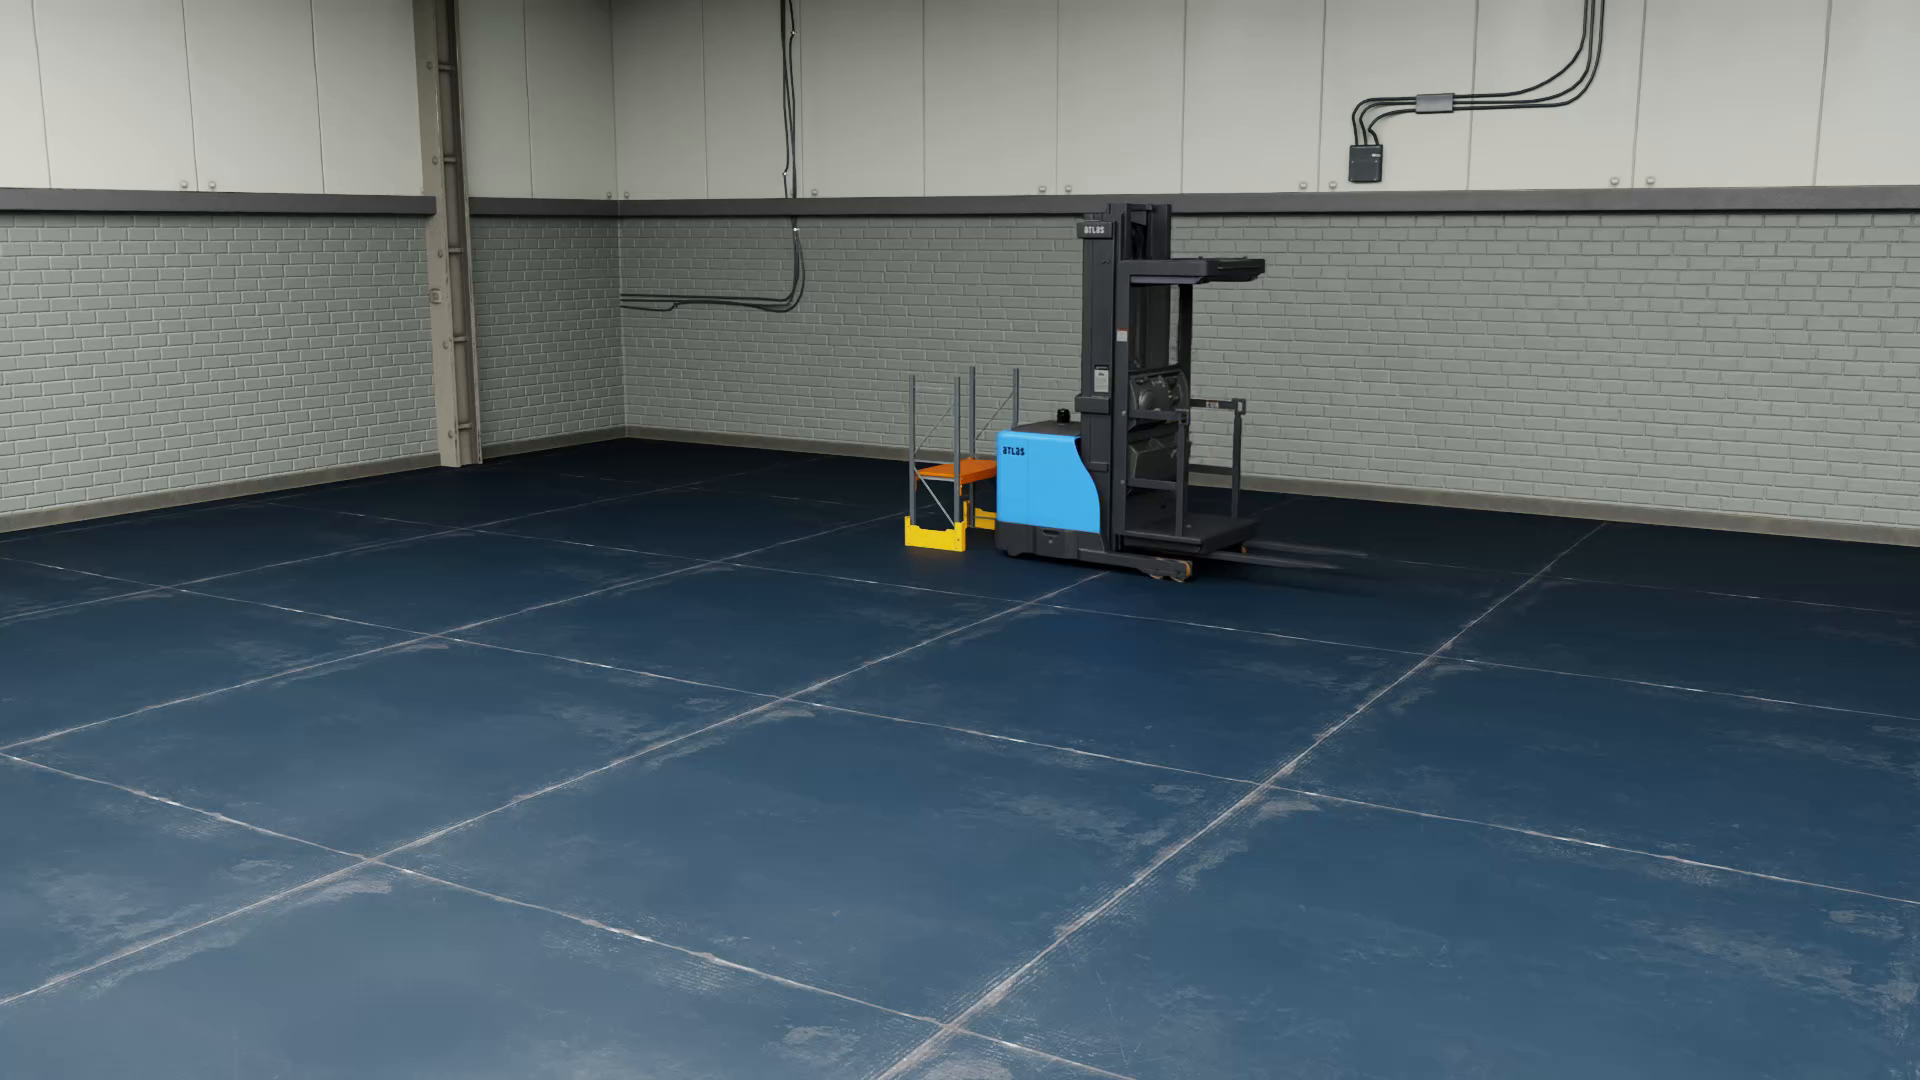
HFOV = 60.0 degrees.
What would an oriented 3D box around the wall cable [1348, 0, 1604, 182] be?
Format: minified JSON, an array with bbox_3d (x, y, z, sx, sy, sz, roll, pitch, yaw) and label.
[{"bbox_3d":[4.870,-6.417,15.448,2.305,6.003,0.169,6,12,31],"label":"wall cable"}]

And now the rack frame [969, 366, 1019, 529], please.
[{"bbox_3d":[0.308,-0.831,15.229,0.500,1.500,0.032,6,12,31],"label":"rack frame"}]

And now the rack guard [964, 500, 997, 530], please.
[{"bbox_3d":[0.298,-0.213,15.328,0.587,0.250,0.087,6,12,31],"label":"rack guard"}]

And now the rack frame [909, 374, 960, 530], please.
[{"bbox_3d":[-0.220,-0.671,14.375,0.500,1.500,0.032,6,12,31],"label":"rack frame"}]

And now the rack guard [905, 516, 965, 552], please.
[{"bbox_3d":[-0.219,-0.057,14.491,0.587,0.250,0.087,6,12,31],"label":"rack guard"}]

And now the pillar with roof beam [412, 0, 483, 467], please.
[{"bbox_3d":[-2.216,-4.906,16.622,9.100,9.000,0.400,6,12,31],"label":"pillar with roof beam"}]

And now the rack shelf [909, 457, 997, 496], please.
[{"bbox_3d":[0.044,-0.574,14.835,0.538,0.185,1.000,6,12,31],"label":"rack shelf"}]

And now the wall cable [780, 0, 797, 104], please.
[{"bbox_3d":[-0.923,-6.352,19.059,3.097,2.526,0.112,6,12,31],"label":"wall cable"}]

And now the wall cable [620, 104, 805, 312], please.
[{"bbox_3d":[-3.235,-4.128,20.905,3.097,2.526,0.112,6,12,31],"label":"wall cable"}]

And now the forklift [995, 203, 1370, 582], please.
[{"bbox_3d":[1.793,-1.220,13.423,3.031,2.935,1.130,7,13,34],"label":"forklift"}]

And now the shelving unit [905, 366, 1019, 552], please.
[{"bbox_3d":[0.040,-0.749,14.795,0.587,1.500,1.083,6,12,31],"label":"shelving unit"}]
